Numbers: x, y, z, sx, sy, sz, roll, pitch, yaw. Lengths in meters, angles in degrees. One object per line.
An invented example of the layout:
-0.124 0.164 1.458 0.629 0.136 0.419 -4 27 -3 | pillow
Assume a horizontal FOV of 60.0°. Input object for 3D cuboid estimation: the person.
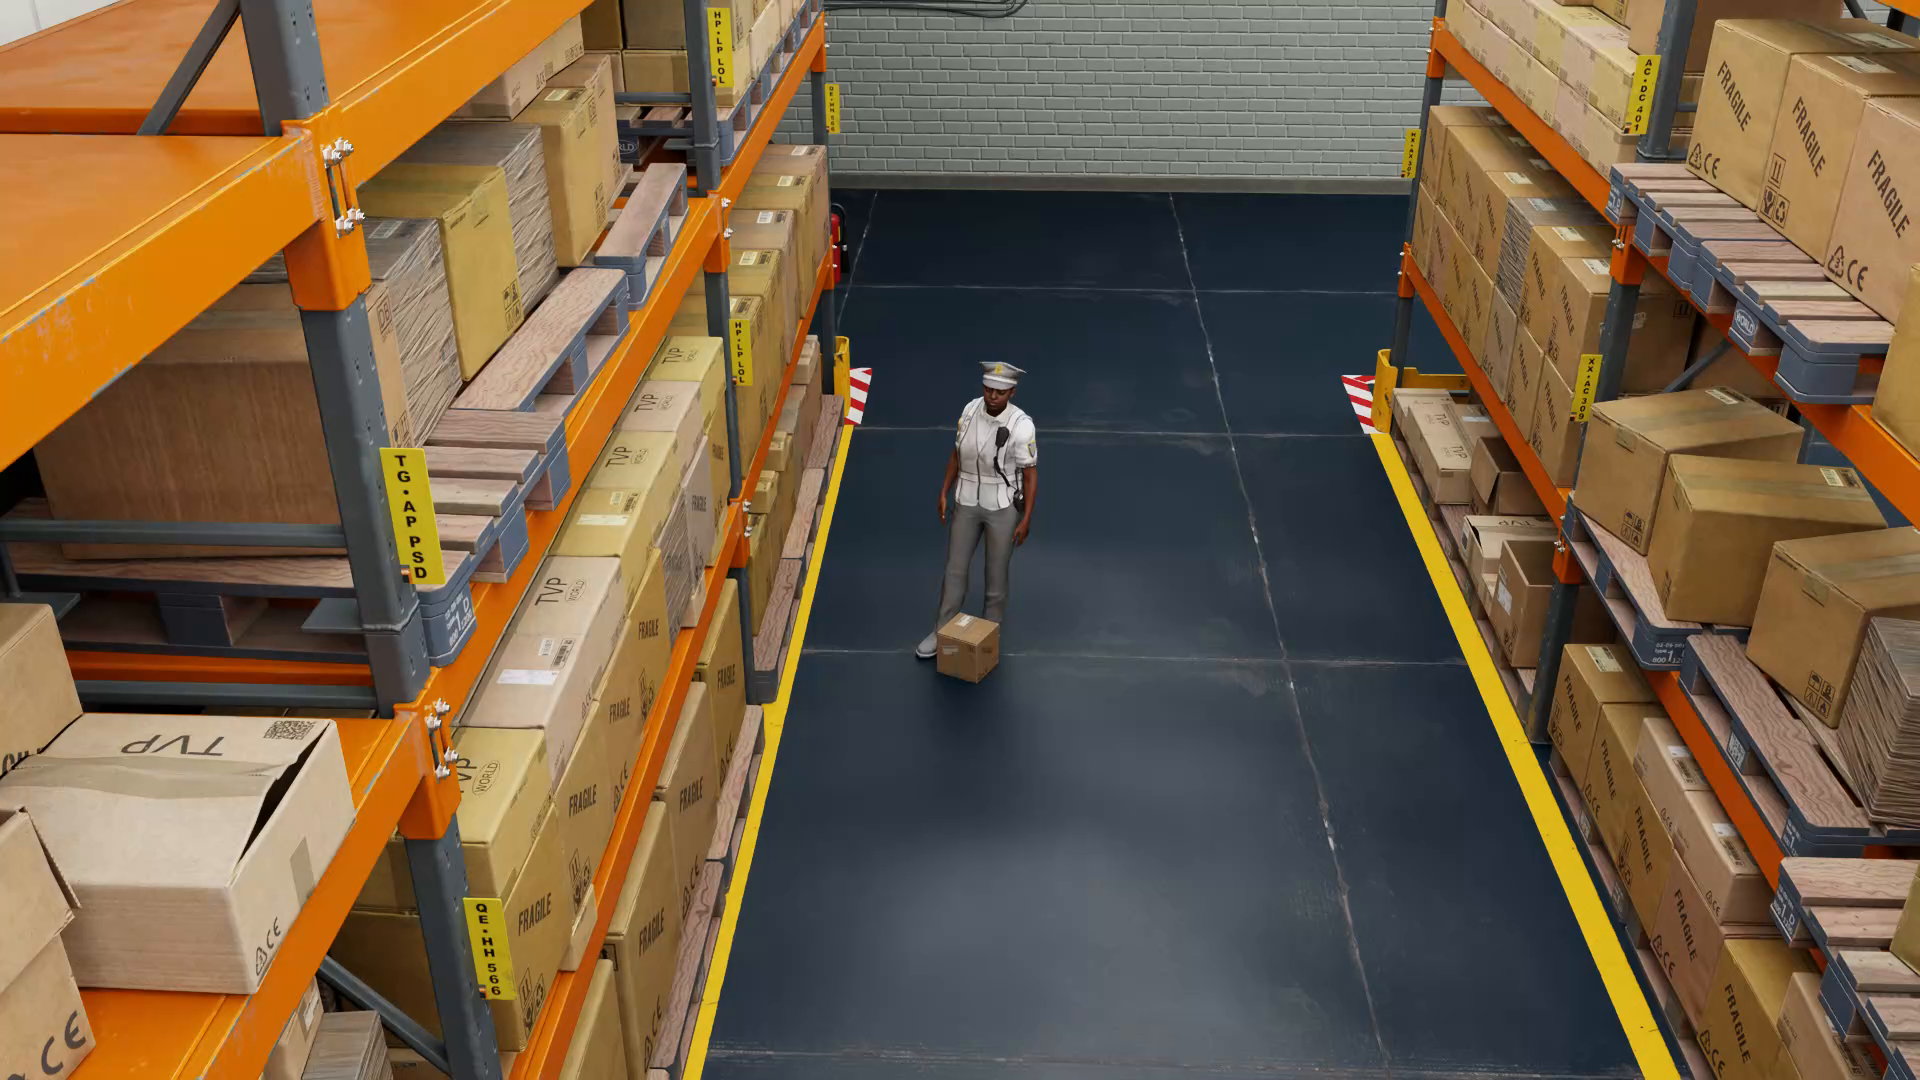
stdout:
0.105 -0.152 8.852 0.569 1.696 0.528 14 31 24 | person
